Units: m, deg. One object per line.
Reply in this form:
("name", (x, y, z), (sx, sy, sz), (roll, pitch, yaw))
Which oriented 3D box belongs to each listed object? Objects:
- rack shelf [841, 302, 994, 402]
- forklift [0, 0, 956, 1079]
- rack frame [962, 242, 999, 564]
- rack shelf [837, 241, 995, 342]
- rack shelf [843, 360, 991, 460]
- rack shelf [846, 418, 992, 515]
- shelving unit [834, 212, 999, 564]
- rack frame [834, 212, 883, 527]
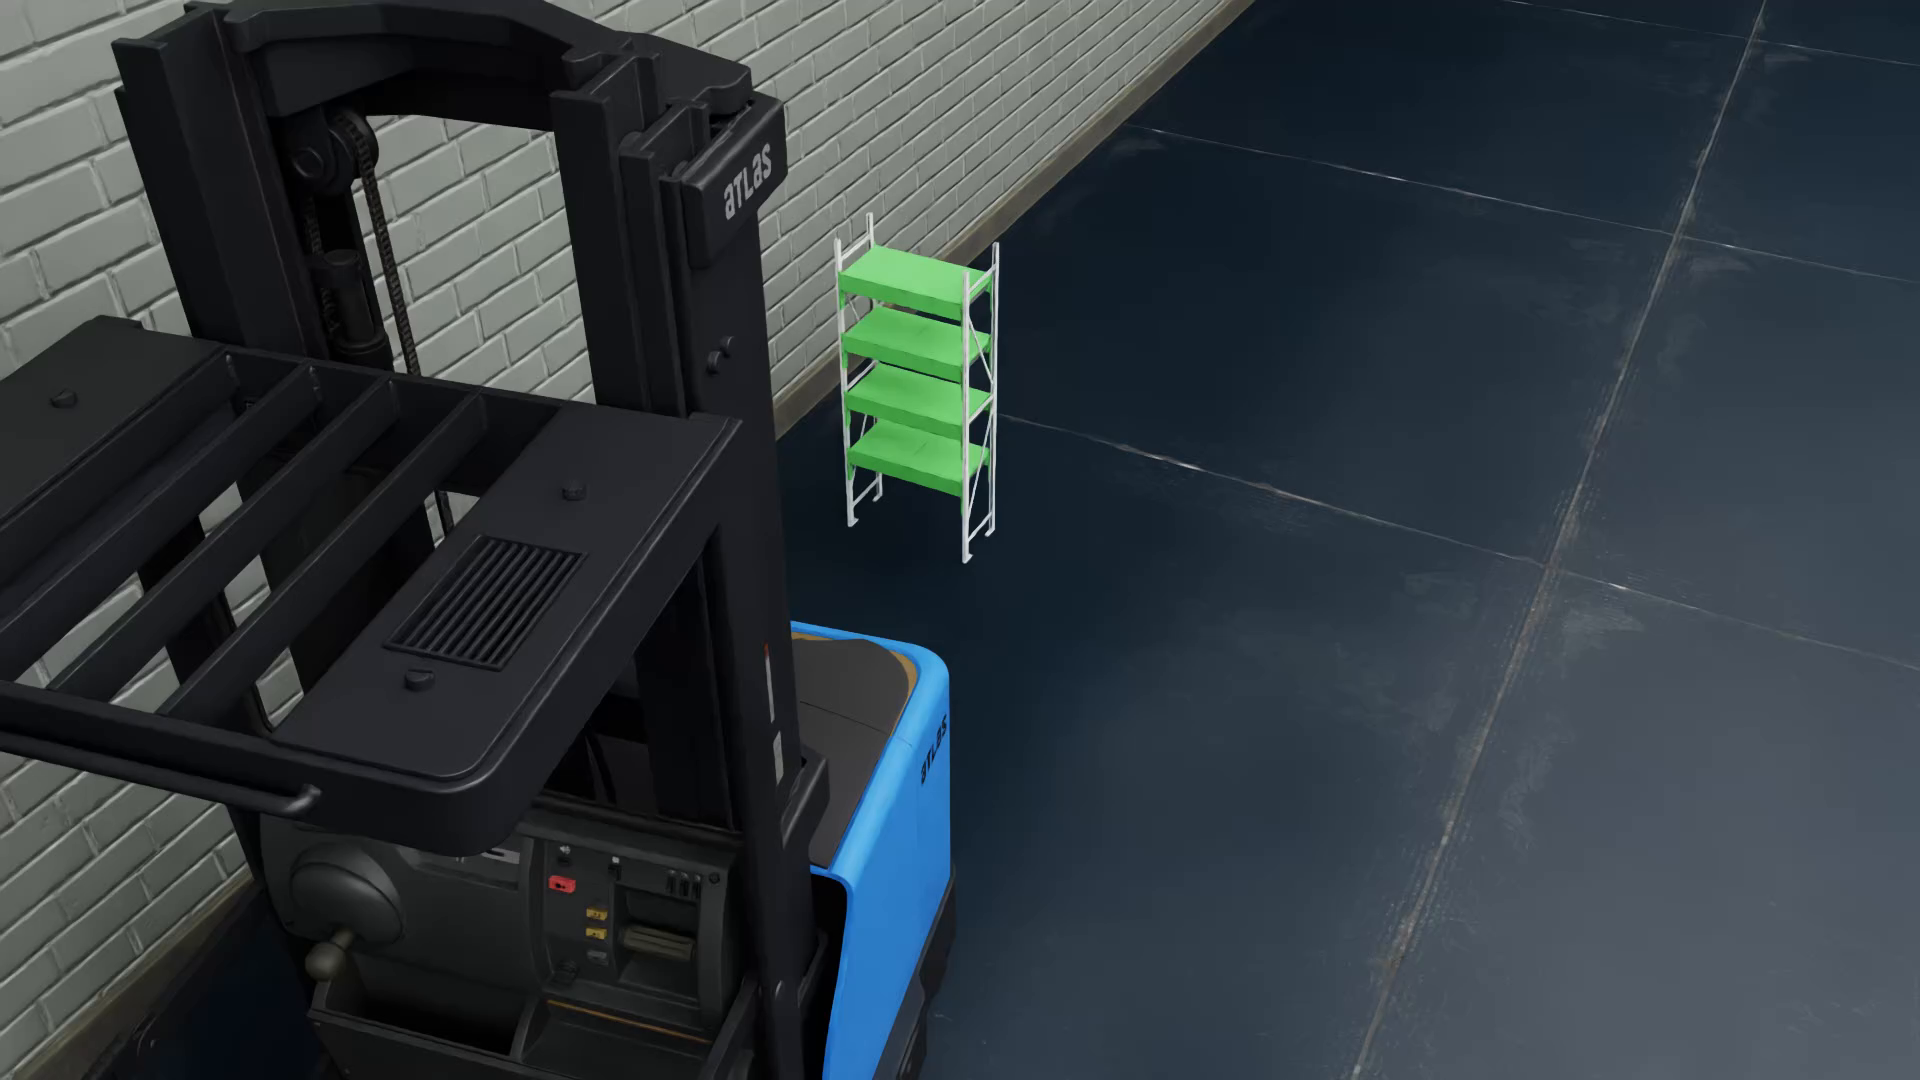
("rack shelf", (-0.147, -0.664, 5.841), (0.480, 0.148, 0.258), (17, 41, 21))
("forklift", (-0.912, 0.733, 2.861), (1.130, 2.935, 3.031), (10, 38, 13))
("rack frame", (0.070, -0.456, 5.858), (0.015, 1.200, 0.240), (17, 41, 21))
("rack shelf", (-0.147, -0.855, 5.696), (0.480, 0.148, 0.258), (17, 41, 21))
("rack shelf", (-0.147, -0.473, 5.987), (0.480, 0.148, 0.258), (17, 41, 21))
("rack shelf", (-0.147, -0.282, 6.132), (0.480, 0.148, 0.258), (17, 41, 21))
("shelving unit", (-0.147, -0.524, 5.948), (0.503, 1.200, 0.258), (17, 41, 21))
("rack frame", (-0.364, -0.592, 6.037), (0.015, 1.200, 0.240), (17, 41, 21))
